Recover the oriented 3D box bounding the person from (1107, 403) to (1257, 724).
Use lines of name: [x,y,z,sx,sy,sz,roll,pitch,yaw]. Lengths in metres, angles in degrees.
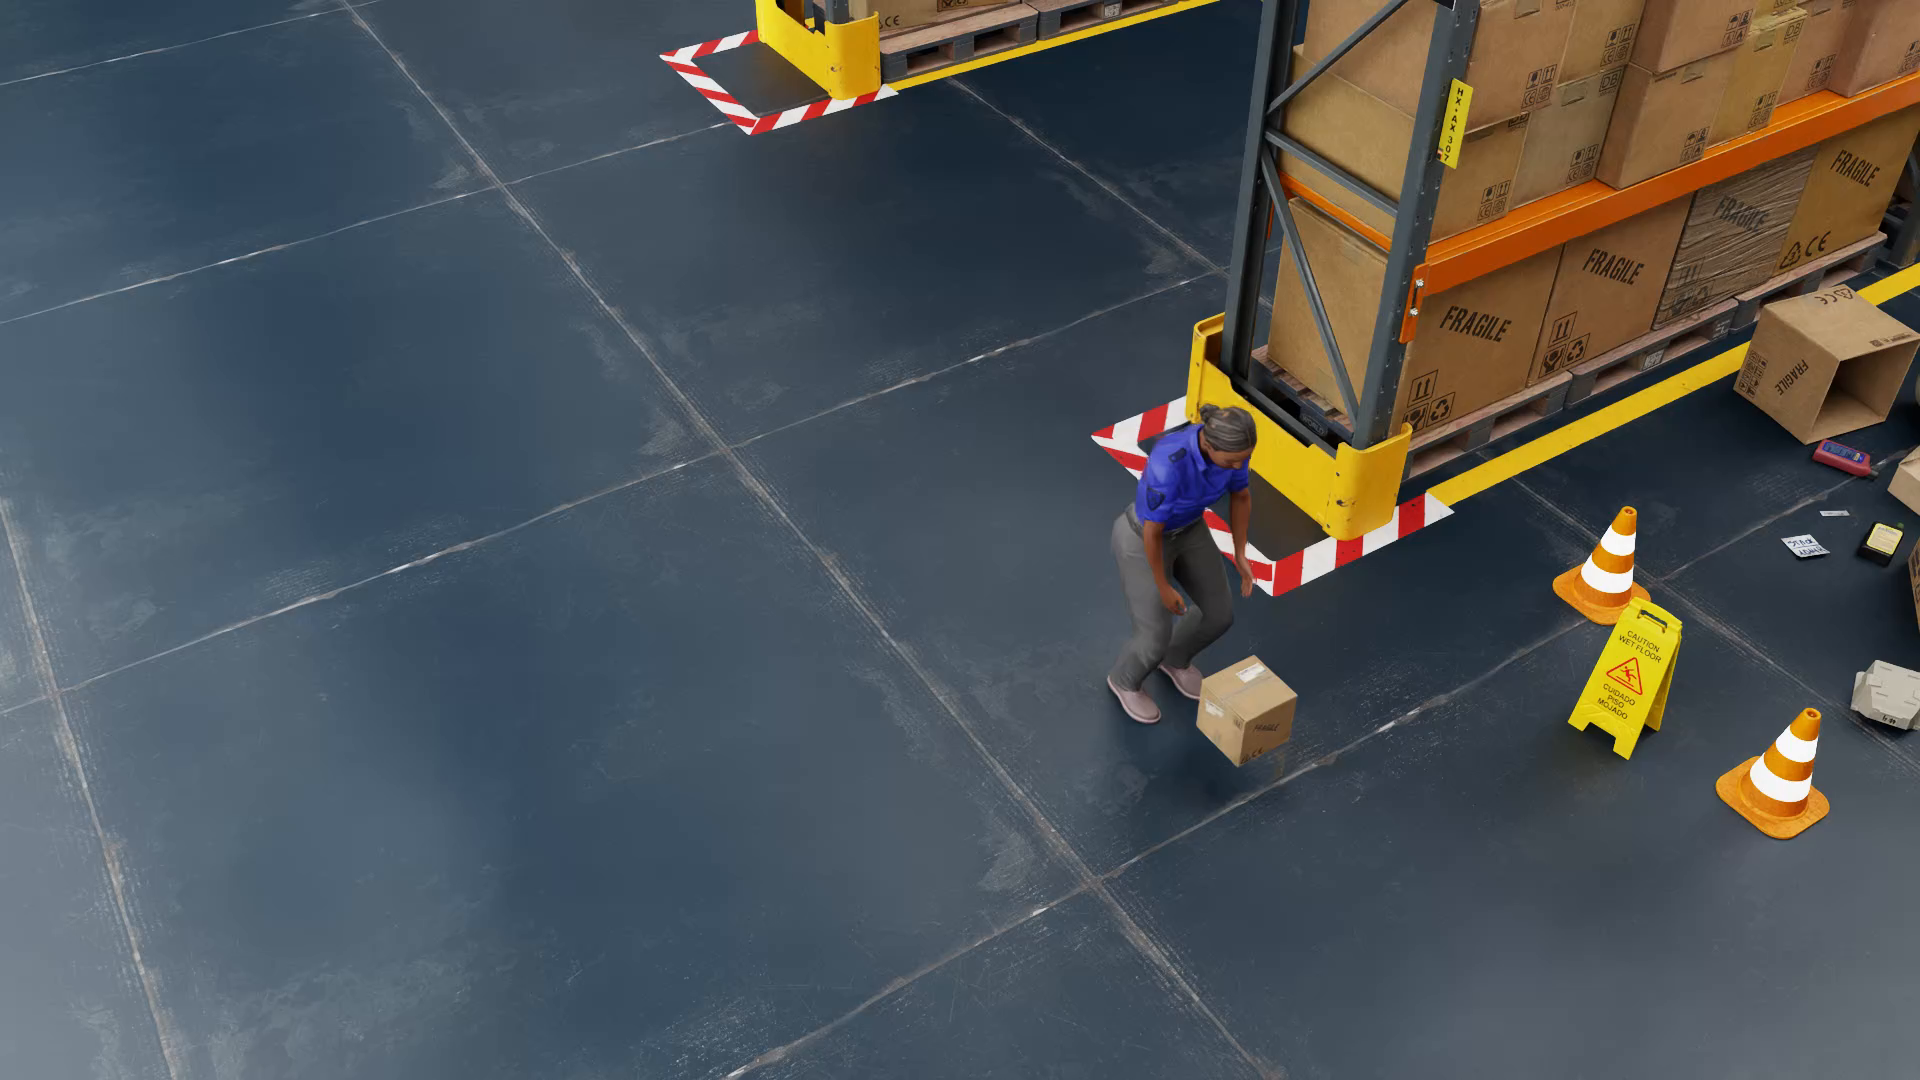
person: [0.842,0.045,6.235,0.484,1.507,0.513,-22,46,-23]
